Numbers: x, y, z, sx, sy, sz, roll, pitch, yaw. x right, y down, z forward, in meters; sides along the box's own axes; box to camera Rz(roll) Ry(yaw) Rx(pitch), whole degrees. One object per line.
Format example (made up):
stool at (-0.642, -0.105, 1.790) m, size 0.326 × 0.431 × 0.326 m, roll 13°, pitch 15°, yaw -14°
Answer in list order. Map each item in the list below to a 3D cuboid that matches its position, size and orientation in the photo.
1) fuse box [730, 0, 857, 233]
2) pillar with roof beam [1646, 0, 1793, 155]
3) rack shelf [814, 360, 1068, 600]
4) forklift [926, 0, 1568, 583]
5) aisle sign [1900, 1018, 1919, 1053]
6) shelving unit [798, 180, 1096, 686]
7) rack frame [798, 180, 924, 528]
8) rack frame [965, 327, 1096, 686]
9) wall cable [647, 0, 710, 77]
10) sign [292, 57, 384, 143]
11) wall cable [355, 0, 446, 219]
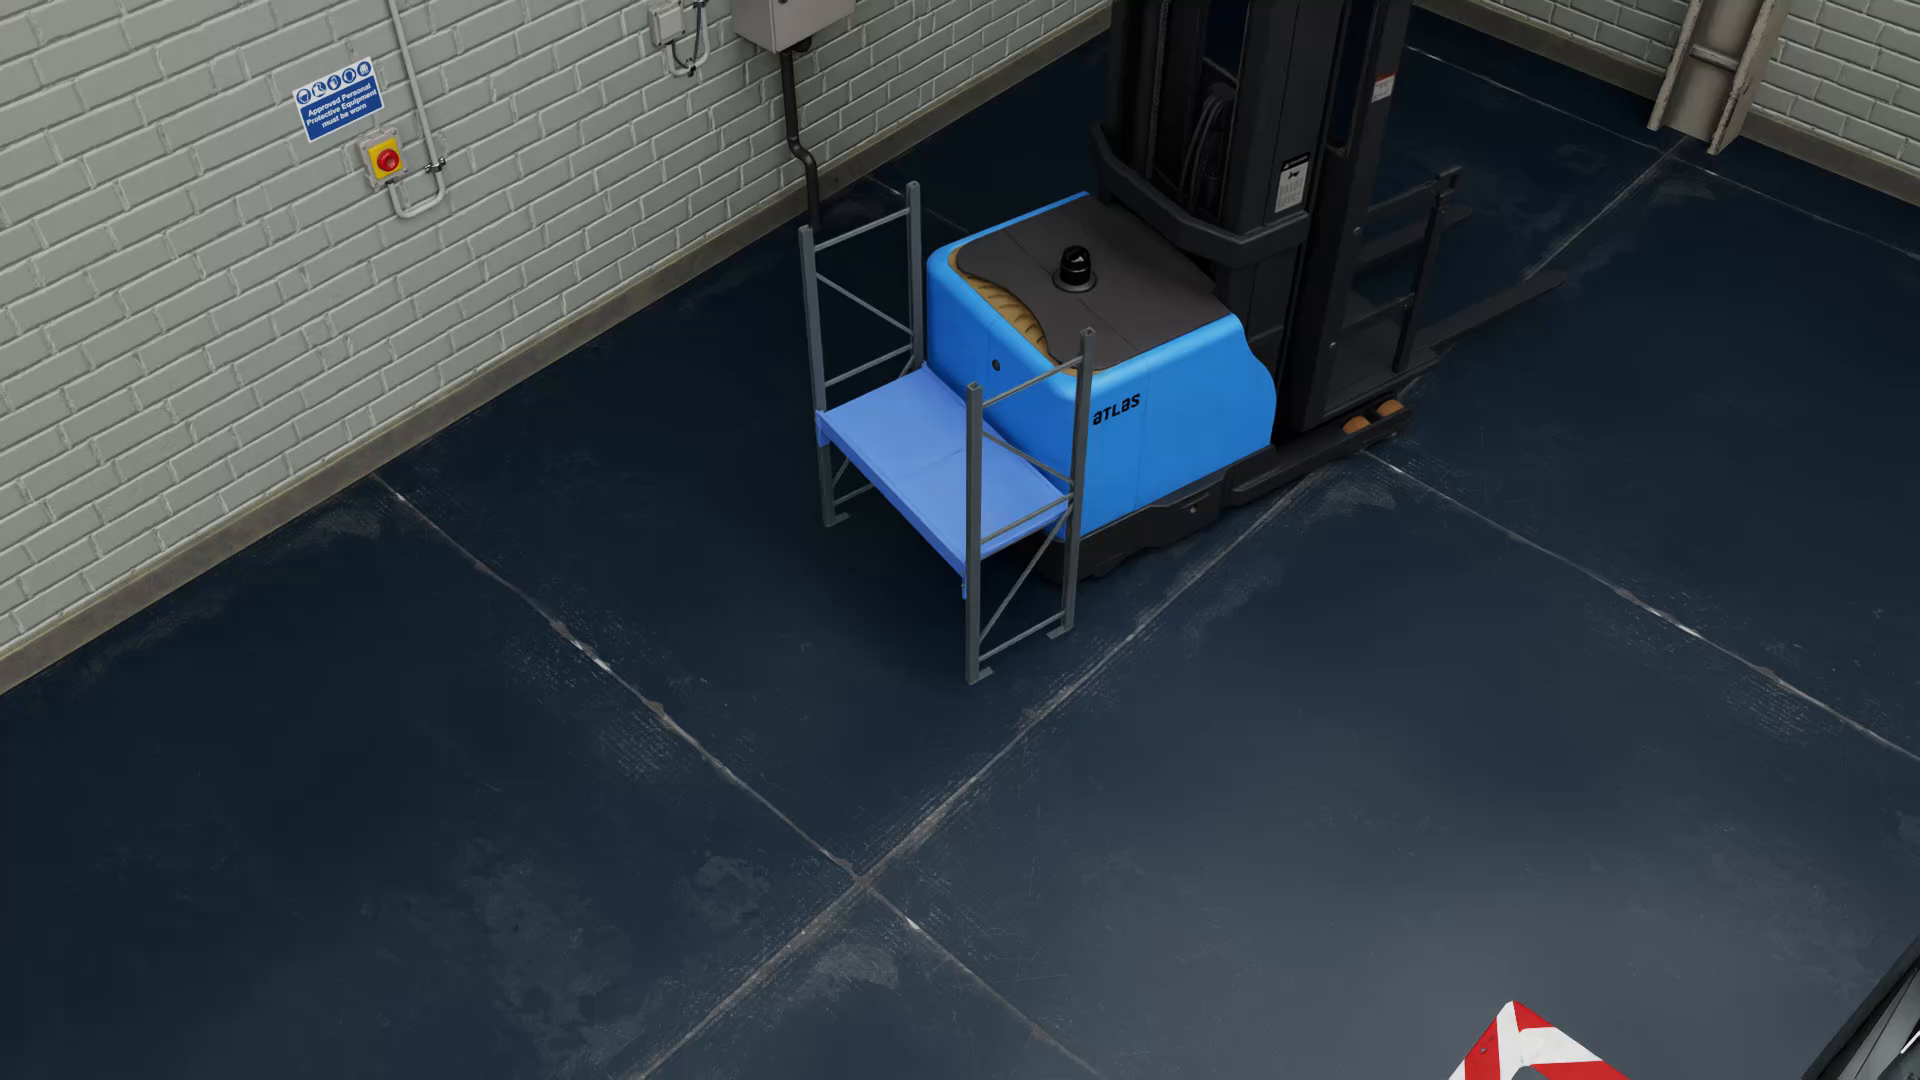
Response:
fuse box at (-0.682, -2.142, 7.696) m, size 0.414 × 1.711 × 0.539 m, roll 34°, pitch 55°, yaw 28°
pillar with roof beam at (1.019, -2.978, 3.482) m, size 0.400 × 9.000 × 9.100 m, roll 34°, pitch 55°, yaw 28°
rack shelf at (-0.062, -0.251, 6.312) m, size 0.538 × 0.185 × 1.000 m, roll -27°, pitch 53°, yaw -23°
forklift at (1.367, -1.673, 6.419) m, size 3.031 × 2.935 × 1.130 m, roll -25°, pitch 52°, yaw -22°
aisle sign at (1.695, 0.476, 2.571) m, size 0.004 × 0.787 × 0.394 m, roll 34°, pitch 55°, yaw 28°
shelving unit at (-0.062, -0.374, 6.181) m, size 0.538 × 1.500 × 1.048 m, roll -27°, pitch 53°, yaw -23°
rack frame at (-0.356, -0.676, 6.464) m, size 0.500 × 1.500 × 0.032 m, roll -27°, pitch 53°, yaw -23°
rack frame at (0.232, -0.072, 5.897) m, size 0.500 × 1.500 × 0.032 m, roll -27°, pitch 53°, yaw -23°
wall cable at (-1.261, -2.643, 6.586) m, size 0.122 × 1.984 × 0.588 m, roll 34°, pitch 55°, yaw 28°
sign at (-2.292, -1.626, 6.143) m, size 0.001 × 0.218 × 0.327 m, roll 34°, pitch 55°, yaw 28°
wall cable at (-2.214, -1.888, 5.855) m, size 0.123 × 1.953 × 0.585 m, roll 34°, pitch 55°, yaw 28°
